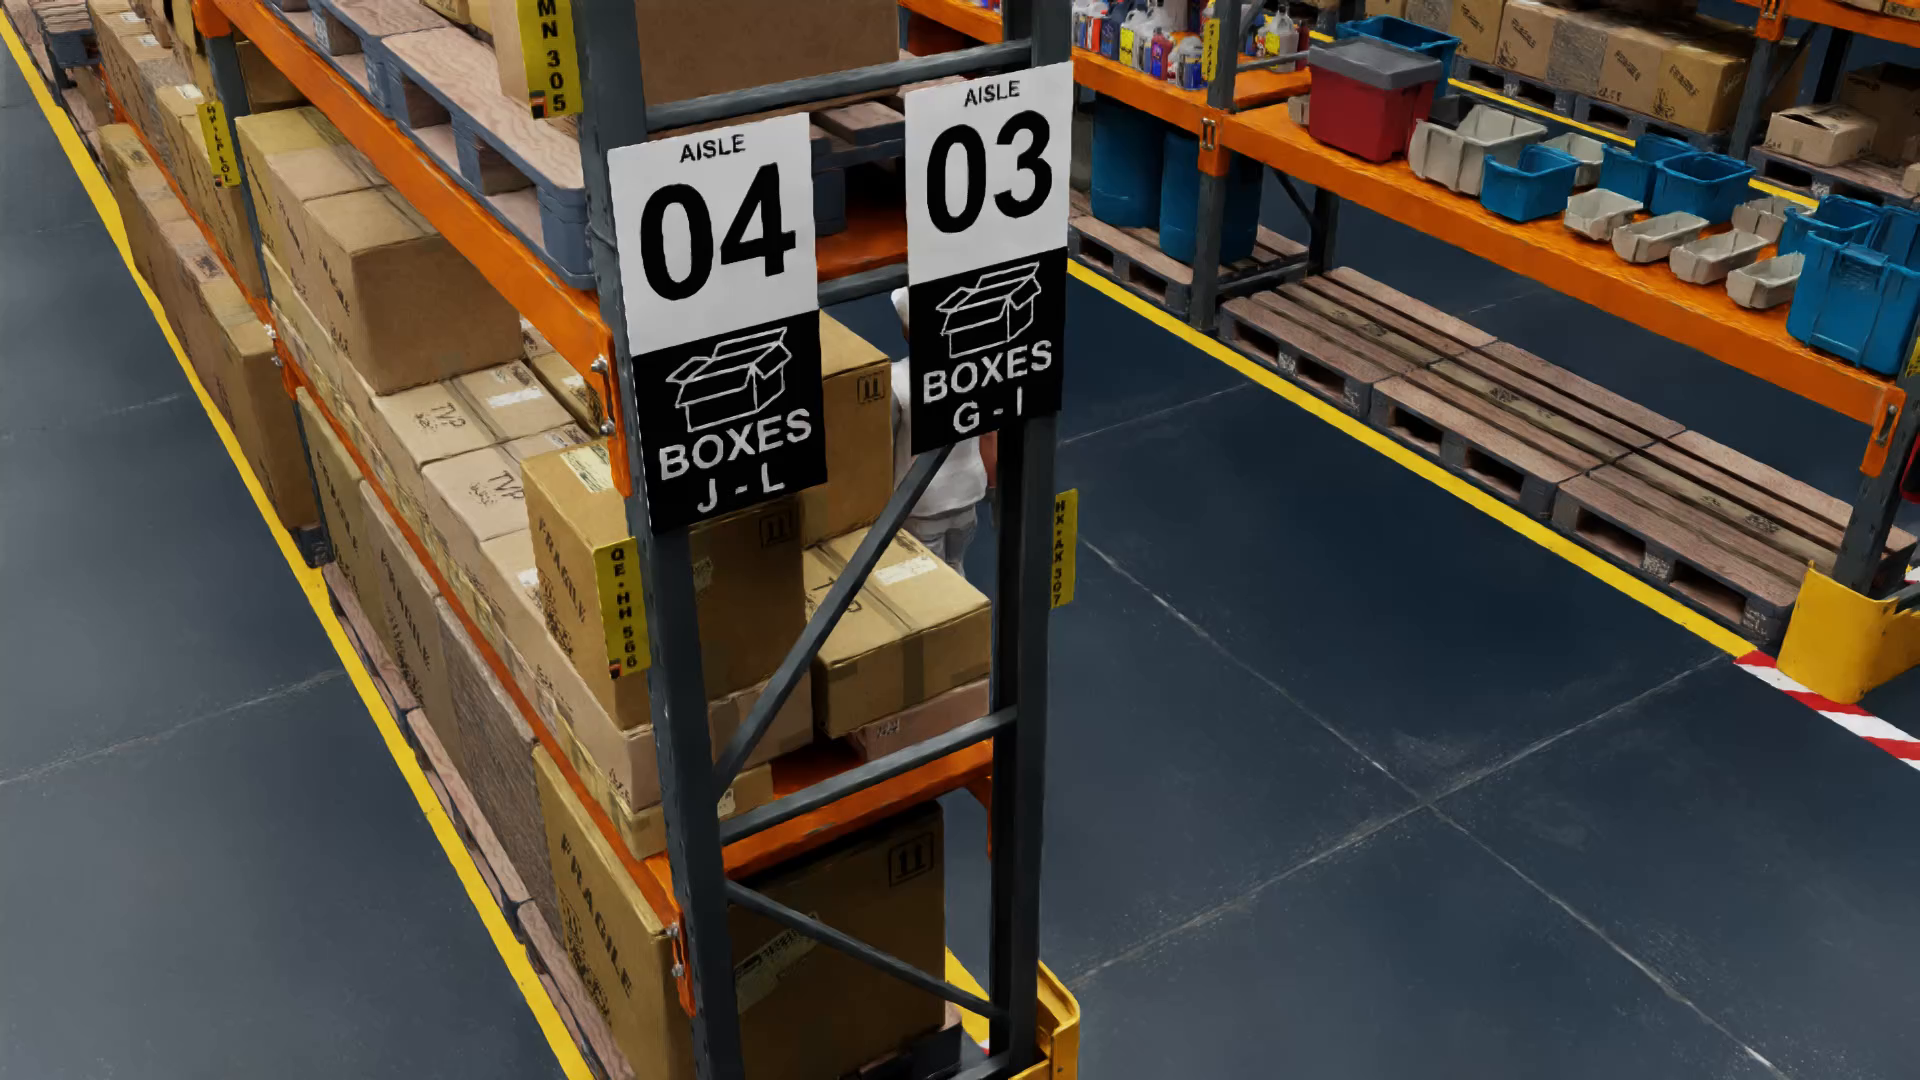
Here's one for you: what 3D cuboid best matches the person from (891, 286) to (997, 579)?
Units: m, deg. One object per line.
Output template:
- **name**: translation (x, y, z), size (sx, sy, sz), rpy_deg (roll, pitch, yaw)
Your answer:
- **person**: translation (-0.140, -0.179, 6.395), size (0.544, 1.805, 0.586), rpy_deg (-18, 37, -26)
